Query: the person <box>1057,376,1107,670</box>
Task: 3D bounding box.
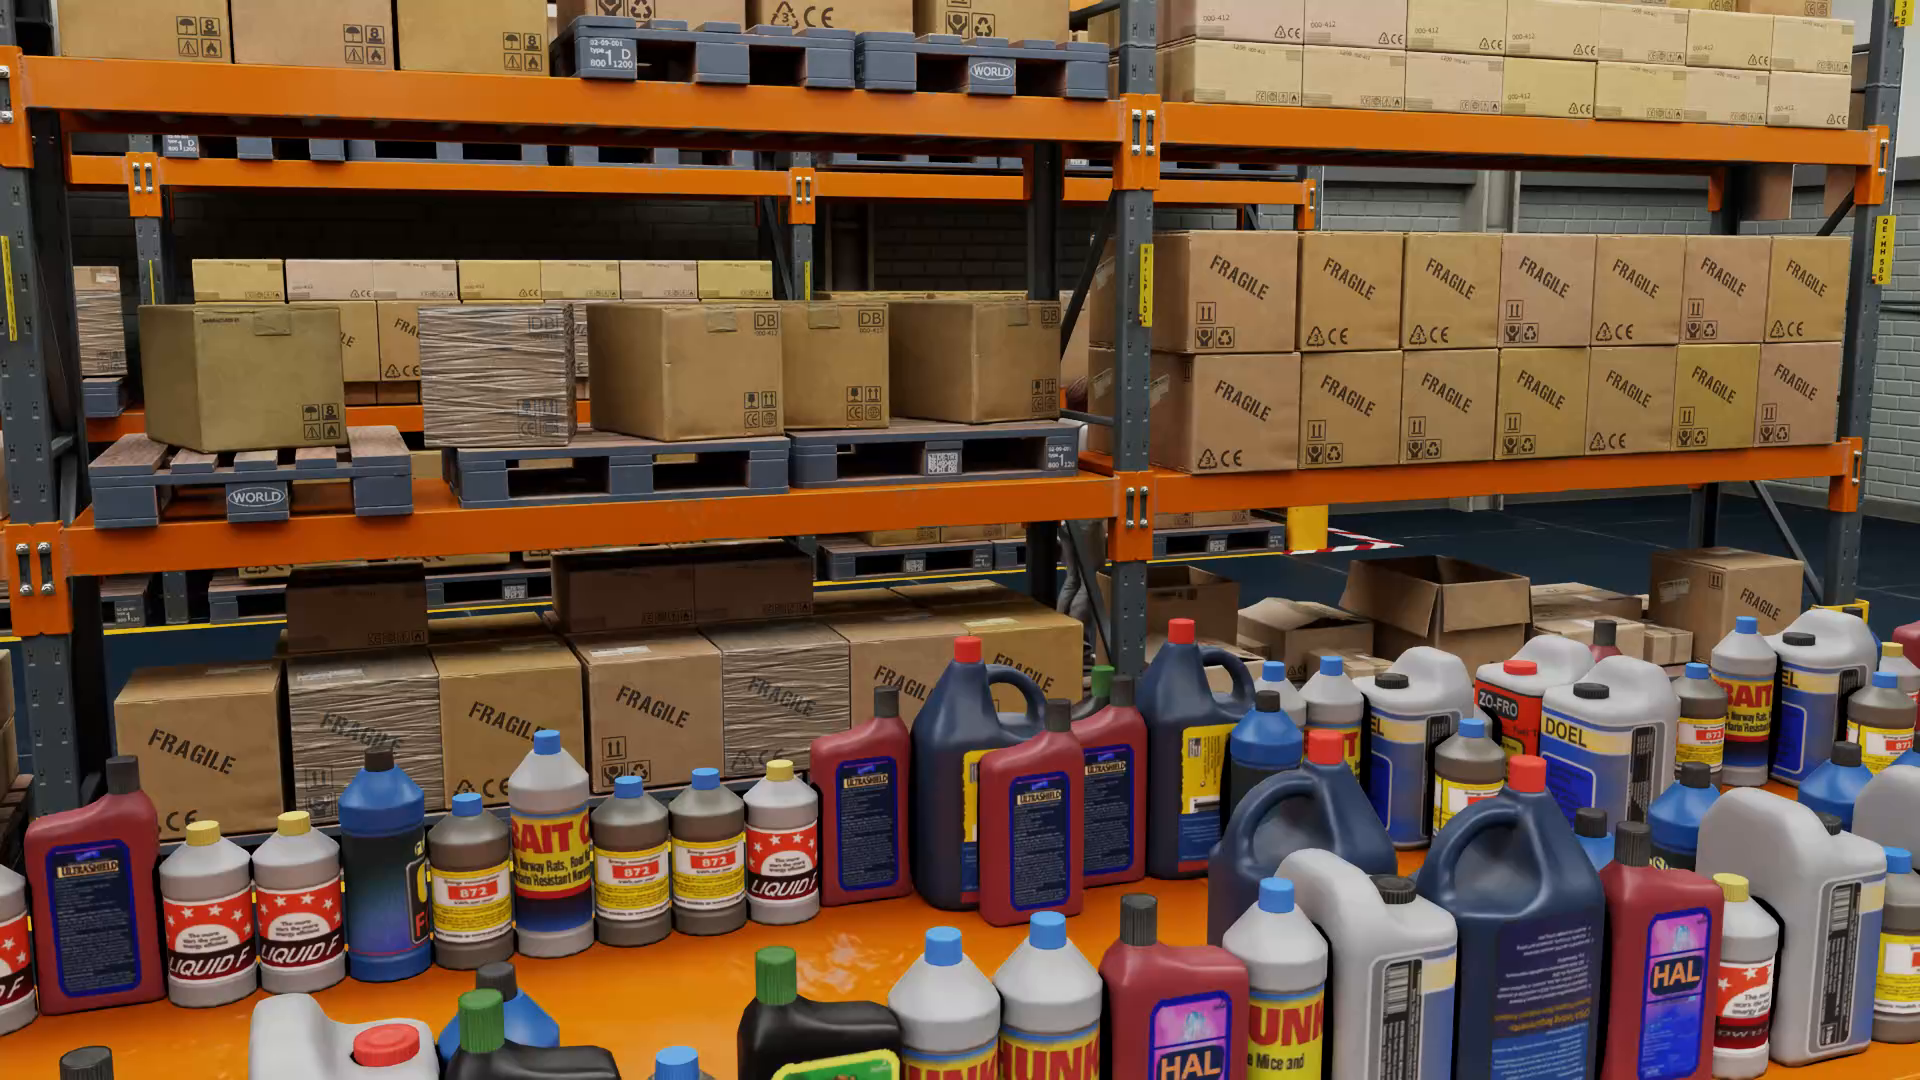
[{"bbox_3d":[0.642,-0.089,9.040,0.304,1.576,0.409,-3,10,-20],"label":"person"}]
